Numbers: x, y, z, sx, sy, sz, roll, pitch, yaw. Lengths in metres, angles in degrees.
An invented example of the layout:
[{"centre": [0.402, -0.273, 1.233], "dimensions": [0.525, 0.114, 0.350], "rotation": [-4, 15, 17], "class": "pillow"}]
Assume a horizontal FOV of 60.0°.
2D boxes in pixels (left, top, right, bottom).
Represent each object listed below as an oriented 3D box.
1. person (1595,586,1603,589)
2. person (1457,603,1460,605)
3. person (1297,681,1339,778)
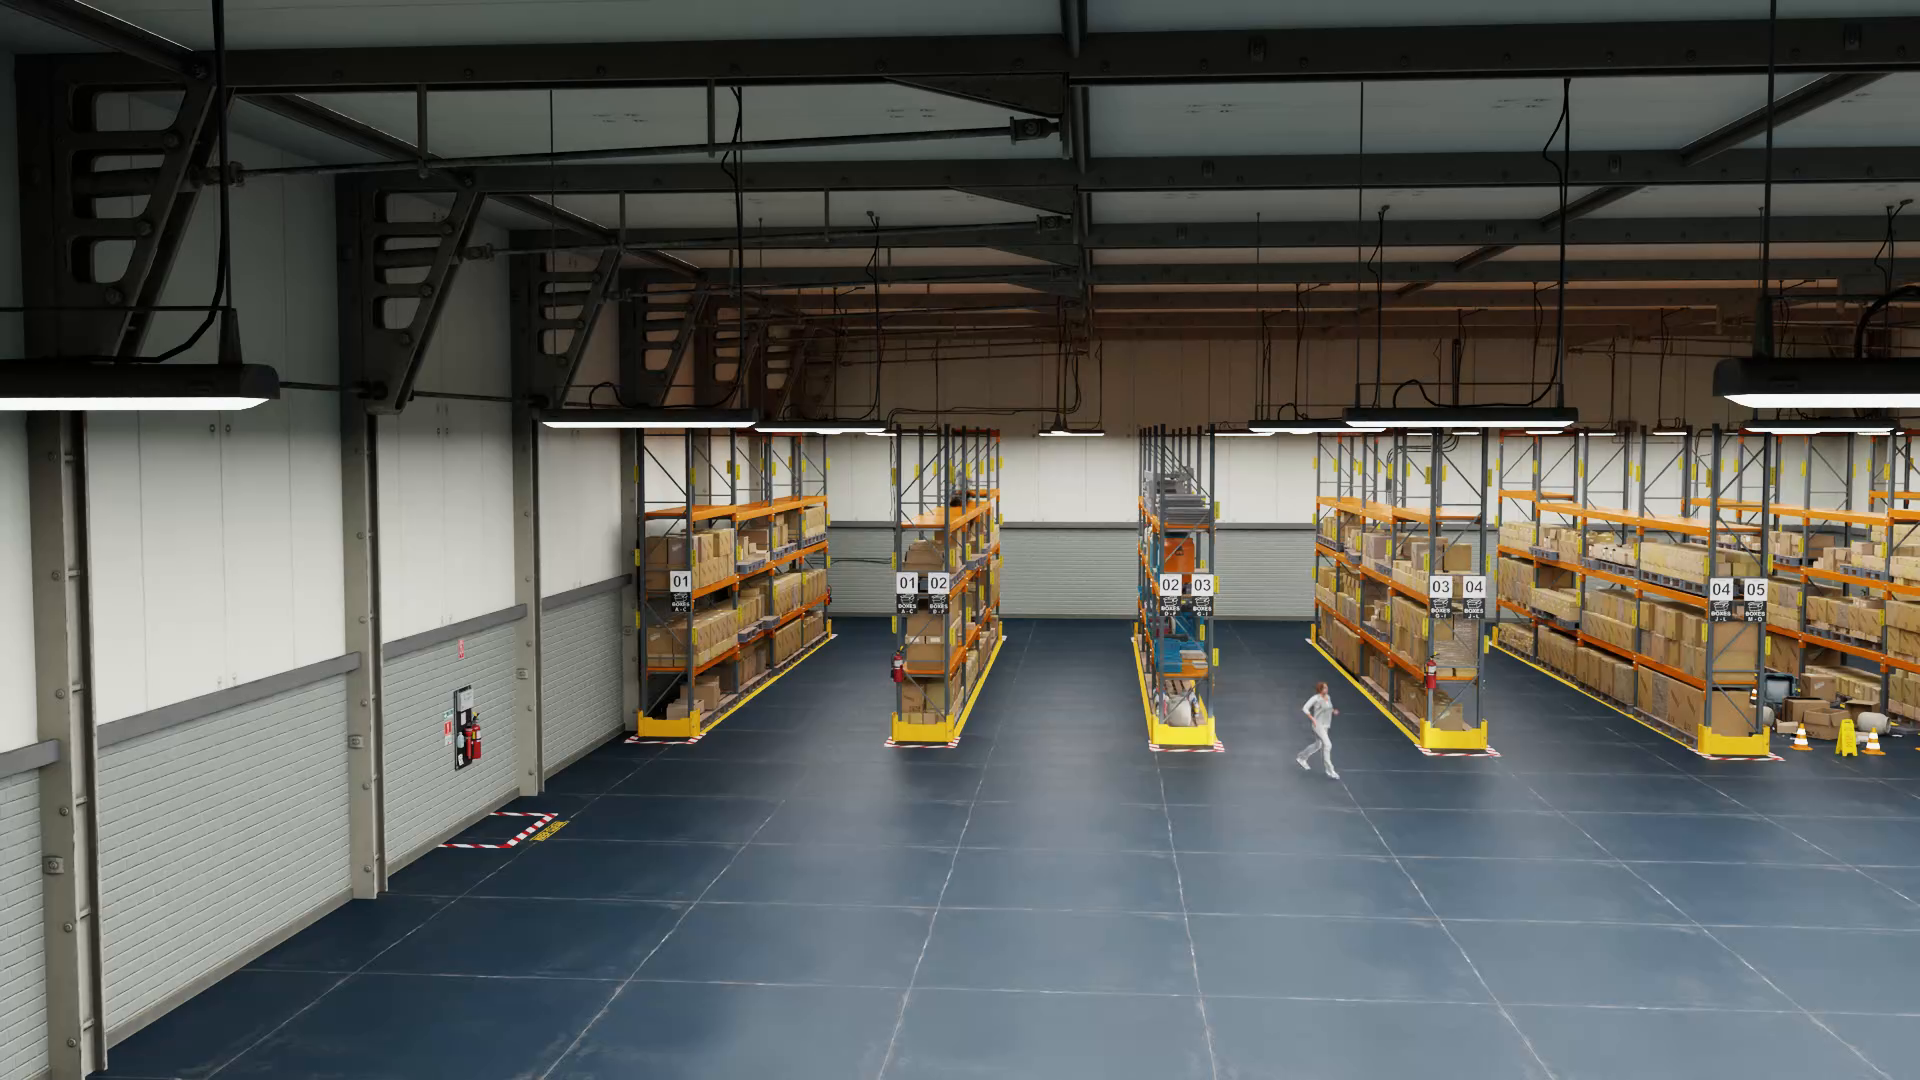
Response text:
[{"centre": [16.996, 2.108, 44.226], "dimensions": [0.659, 1.769, 0.993], "rotation": [0, 3, 0], "class": "person"}, {"centre": [13.671, 2.109, 46.640], "dimensions": [0.534, 1.593, 0.655], "rotation": [-3, 4, -38], "class": "person"}, {"centre": [6.119, 3.197, 28.309], "dimensions": [0.817, 1.616, 0.523], "rotation": [3, 5, 41], "class": "person"}]
